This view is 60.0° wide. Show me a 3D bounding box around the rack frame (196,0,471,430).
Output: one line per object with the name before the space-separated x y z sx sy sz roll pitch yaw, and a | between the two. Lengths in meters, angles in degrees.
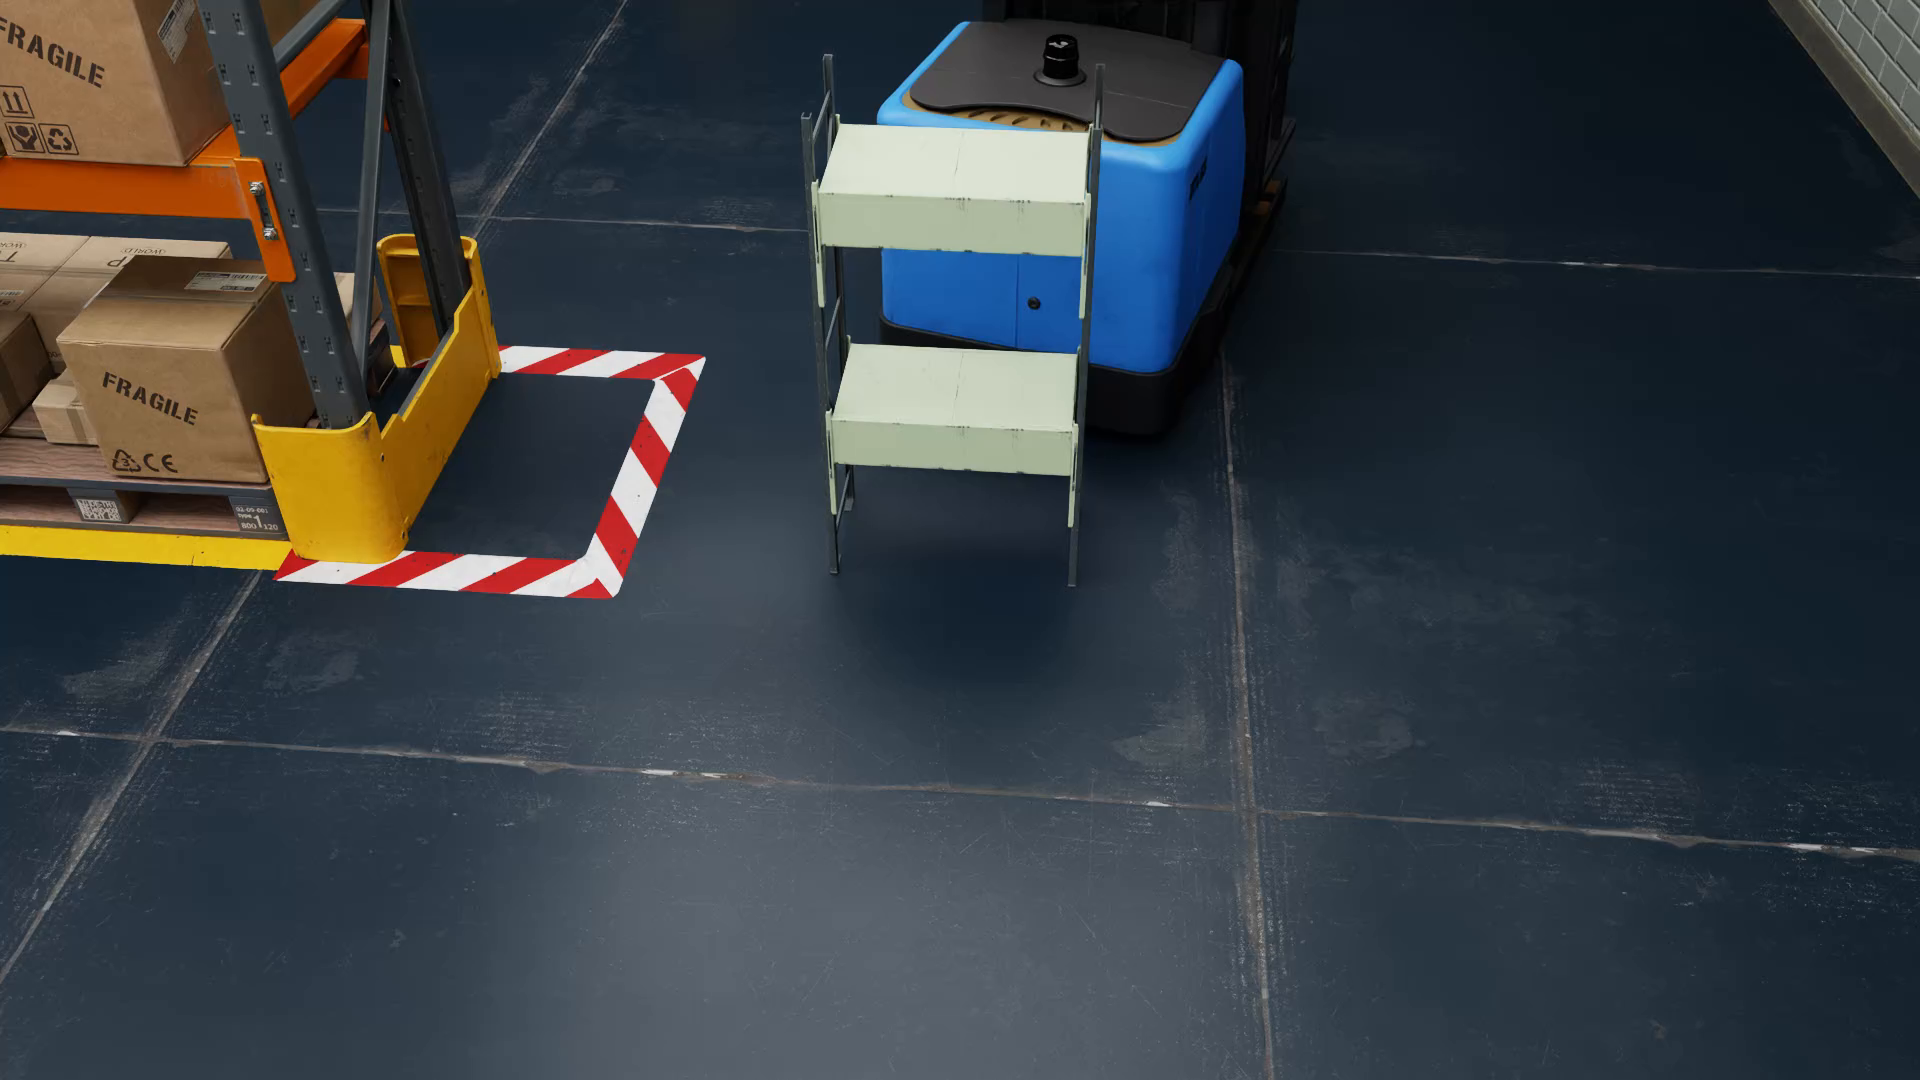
rack frame | -1.797 -1.458 4.665 0.127 3.000 1.000 3 39 4

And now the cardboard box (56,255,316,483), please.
cardboard box | -2.360 -0.534 5.162 0.500 0.500 0.500 3 39 4

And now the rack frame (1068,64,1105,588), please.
rack frame | 0.358 -0.562 4.752 0.023 1.500 0.400 3 39 4

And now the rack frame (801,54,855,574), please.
rack frame | -0.371 -0.602 4.801 0.023 1.500 0.400 3 39 4

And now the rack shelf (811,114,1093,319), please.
rack shelf | -0.007 -0.885 4.531 0.720 0.370 0.431 3 39 4

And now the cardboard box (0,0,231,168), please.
cardboard box | -2.267 -1.350 4.454 0.500 0.500 0.500 4 39 5

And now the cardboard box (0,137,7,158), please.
cardboard box | -2.784 -1.376 4.486 0.500 0.500 0.500 3 39 4

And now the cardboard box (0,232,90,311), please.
cardboard box | -3.311 -0.825 5.717 0.500 0.250 0.500 3 39 4

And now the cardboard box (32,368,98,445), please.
cardboard box | -2.756 -0.483 5.364 0.250 0.166 0.380 3 39 4

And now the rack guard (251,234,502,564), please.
rack guard | -1.873 -0.493 5.460 0.348 0.500 1.175 3 39 4

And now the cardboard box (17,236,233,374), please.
cardboard box | -2.813 -0.798 5.684 0.500 0.250 0.500 3 39 4

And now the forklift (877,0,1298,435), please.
forklift | 0.708 -2.422 5.904 1.130 2.935 3.031 13 41 16

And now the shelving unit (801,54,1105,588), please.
shelving unit | -0.007 -0.582 4.777 0.755 1.500 0.431 3 39 4

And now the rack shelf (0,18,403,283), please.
rack shelf | -3.790 -1.288 5.026 4.000 0.370 1.077 3 39 4

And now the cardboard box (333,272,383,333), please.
cardboard box | -2.185 -0.762 5.720 0.250 0.149 0.380 3 39 4

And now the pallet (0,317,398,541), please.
pallet | -2.667 -0.424 5.603 1.213 0.211 1.003 3 39 4

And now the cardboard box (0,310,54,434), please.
cardboard box | -3.304 -0.508 5.327 0.500 0.250 0.500 3 39 4

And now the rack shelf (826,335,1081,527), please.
rack shelf | -0.007 -0.329 4.983 0.720 0.370 0.431 3 39 4

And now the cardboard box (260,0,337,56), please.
cardboard box | -2.217 -1.687 4.867 0.500 0.500 0.500 4 39 5
